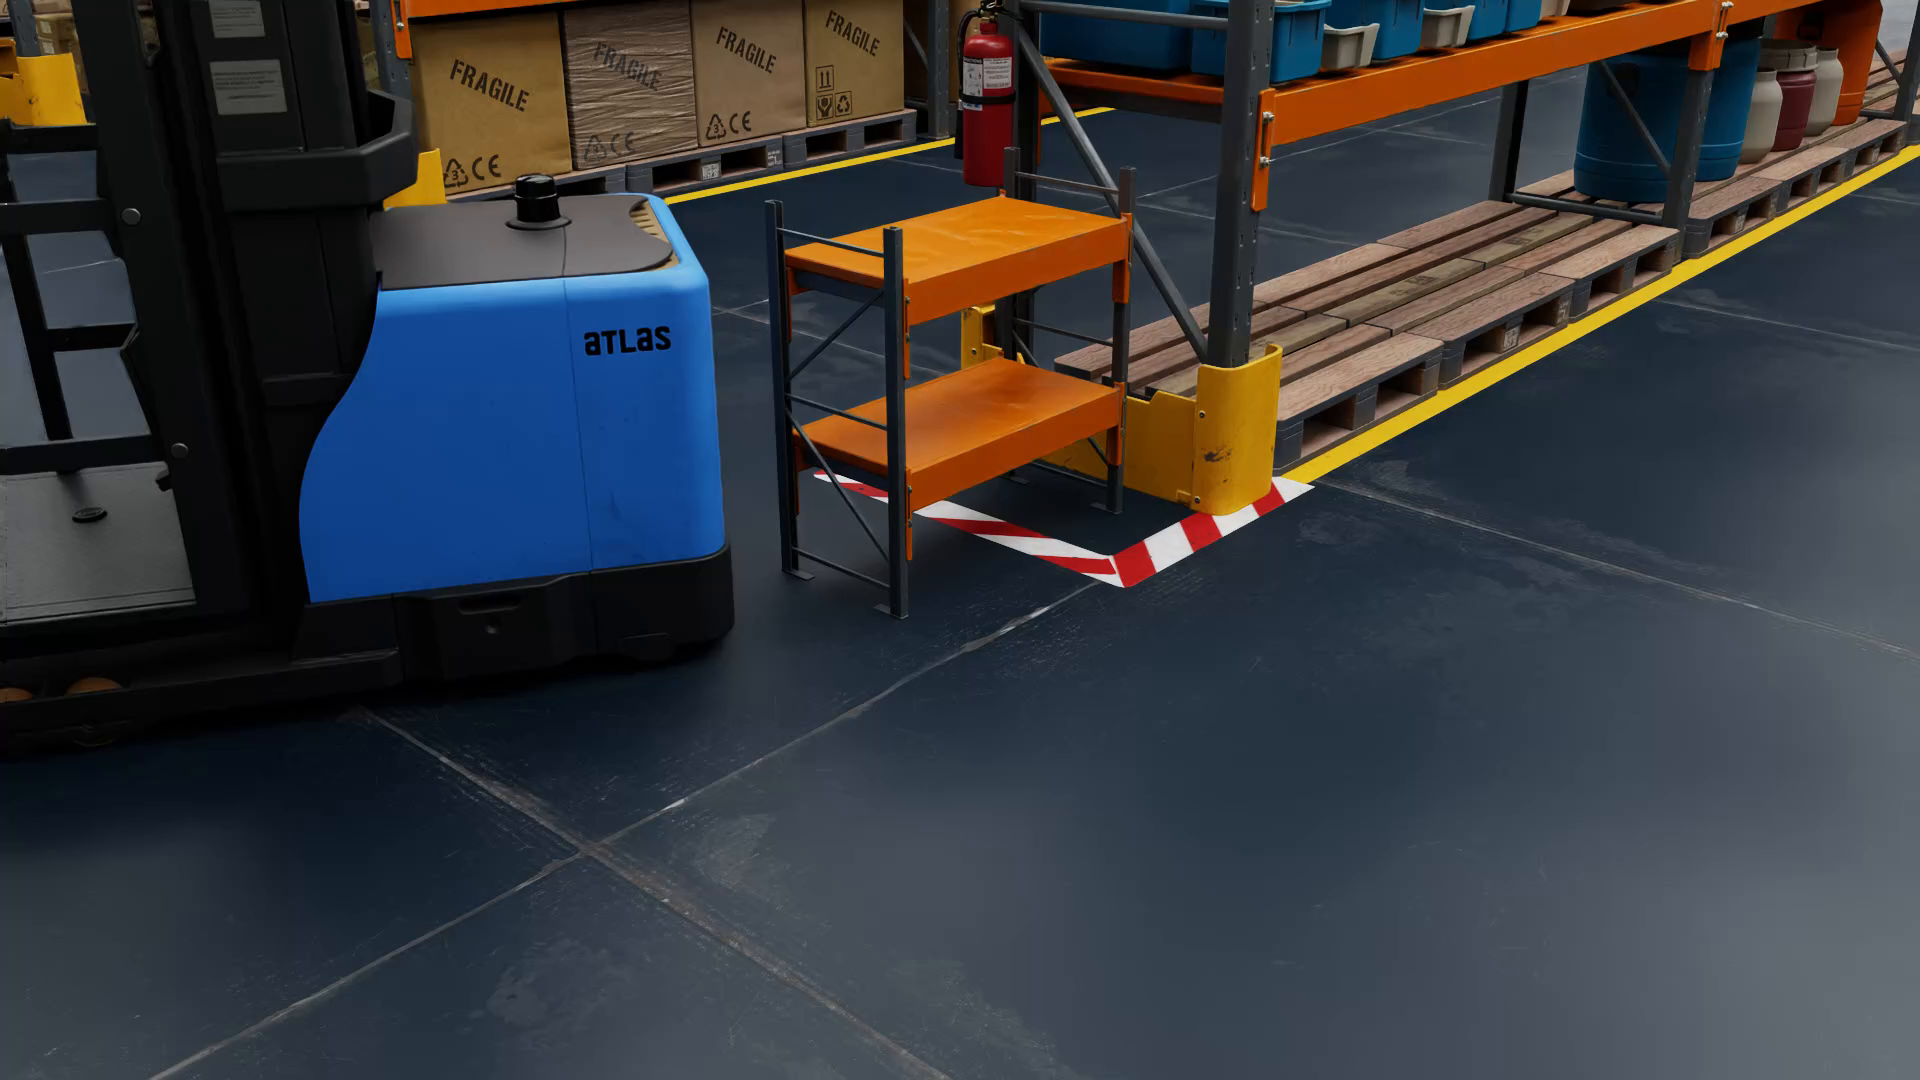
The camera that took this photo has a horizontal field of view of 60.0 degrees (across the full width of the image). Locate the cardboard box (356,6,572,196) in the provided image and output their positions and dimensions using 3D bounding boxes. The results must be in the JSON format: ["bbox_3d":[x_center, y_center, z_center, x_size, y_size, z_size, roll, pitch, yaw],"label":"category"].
[{"bbox_3d":[-2.786,-2.450,9.132,0.875,0.875,0.875,20,31,38],"label":"cardboard box"}]

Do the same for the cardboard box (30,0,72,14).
[{"bbox_3d":[-8.960,-5.523,16.521,0.875,0.438,0.875,19,30,36],"label":"cardboard box"}]

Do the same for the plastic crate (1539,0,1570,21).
[{"bbox_3d":[2.266,-2.172,6.677,0.293,0.136,0.466,20,31,38],"label":"plastic crate"}]

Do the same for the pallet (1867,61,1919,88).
[{"bbox_3d":[7.234,-3.419,12.618,1.003,0.211,1.213,20,31,38],"label":"pallet"}]

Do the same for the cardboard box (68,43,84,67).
[{"bbox_3d":[-6.239,-3.512,12.025,0.380,0.149,0.250,22,32,40],"label":"cardboard box"}]

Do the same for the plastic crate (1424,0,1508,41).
[{"bbox_3d":[1.823,-1.996,6.167,0.416,0.233,0.300,20,31,38],"label":"plastic crate"}]

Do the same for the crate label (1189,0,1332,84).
[{"bbox_3d":[0.944,-1.595,5.272,0.416,0.233,0.303,20,31,38],"label":"crate label"}]

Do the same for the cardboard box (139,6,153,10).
[{"bbox_3d":[-6.107,-4.025,12.805,0.380,0.149,0.250,19,30,36],"label":"cardboard box"}]

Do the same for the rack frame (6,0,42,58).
[{"bbox_3d":[-6.780,-4.396,11.389,1.000,3.000,0.127,20,31,38],"label":"rack frame"}]

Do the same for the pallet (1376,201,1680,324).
[{"bbox_3d":[2.742,-1.370,8.048,1.003,0.211,1.213,20,31,38],"label":"pallet"}]

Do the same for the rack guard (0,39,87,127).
[{"bbox_3d":[-6.729,-3.279,11.952,1.175,0.500,0.348,20,31,38],"label":"rack guard"}]

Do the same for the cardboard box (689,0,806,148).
[{"bbox_3d":[-1.585,-2.999,10.355,0.875,0.875,0.875,20,31,38],"label":"cardboard box"}]

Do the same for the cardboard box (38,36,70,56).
[{"bbox_3d":[-6.640,-3.662,12.358,0.380,0.149,0.250,19,30,36],"label":"cardboard box"}]

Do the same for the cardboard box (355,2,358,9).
[{"bbox_3d":[-4.970,-4.180,13.151,0.380,0.149,0.250,19,30,36],"label":"cardboard box"}]

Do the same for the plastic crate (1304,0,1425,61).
[{"bbox_3d":[1.384,-1.796,5.720,0.416,0.233,0.300,20,31,38],"label":"plastic crate"}]

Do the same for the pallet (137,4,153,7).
[{"bbox_3d":[-8.430,-5.453,17.154,1.003,0.211,1.213,20,31,38],"label":"pallet"}]

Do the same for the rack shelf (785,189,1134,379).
[{"bbox_3d":[-0.004,-0.778,4.896,0.538,0.278,1.000,20,31,38],"label":"rack shelf"}]

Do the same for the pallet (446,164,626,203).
[{"bbox_3d":[-2.679,-2.004,9.461,1.003,0.211,1.213,20,31,38],"label":"pallet"}]

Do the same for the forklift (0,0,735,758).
[{"bbox_3d":[-2.193,-1.046,4.000,3.031,2.935,1.130,-7,25,-15],"label":"forklift"}]

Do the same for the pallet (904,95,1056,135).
[{"bbox_3d":[-0.025,-3.213,12.158,1.003,0.211,1.213,20,31,38],"label":"pallet"}]

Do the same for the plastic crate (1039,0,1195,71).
[{"bbox_3d":[0.619,-1.855,5.605,0.616,0.435,0.499,20,31,38],"label":"plastic crate"}]

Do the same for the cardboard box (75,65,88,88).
[{"bbox_3d":[-6.192,-3.359,12.047,0.380,0.149,0.250,21,32,39],"label":"cardboard box"}]

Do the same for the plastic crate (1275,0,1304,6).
[{"bbox_3d":[1.148,-1.948,6.177,0.396,0.136,0.243,20,31,38],"label":"plastic crate"}]

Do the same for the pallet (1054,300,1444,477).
[{"bbox_3d":[1.114,-0.627,6.390,1.003,0.211,1.213,20,31,38],"label":"pallet"}]

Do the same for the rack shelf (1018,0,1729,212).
[{"bbox_3d":[1.869,-1.940,6.789,1.077,0.370,4.000,20,31,38],"label":"rack shelf"}]

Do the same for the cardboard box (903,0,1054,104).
[{"bbox_3d":[-0.072,-3.652,11.813,1.225,0.875,0.875,20,31,38],"label":"cardboard box"}]

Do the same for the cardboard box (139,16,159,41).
[{"bbox_3d":[-6.083,-3.742,12.174,0.380,0.149,0.250,21,31,38],"label":"cardboard box"}]

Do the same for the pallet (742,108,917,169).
[{"bbox_3d":[-1.050,-2.747,11.119,1.003,0.211,1.213,20,31,38],"label":"pallet"}]

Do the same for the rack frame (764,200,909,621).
[{"bbox_3d":[-0.344,-0.356,4.670,0.500,1.125,0.032,20,31,38],"label":"rack frame"}]

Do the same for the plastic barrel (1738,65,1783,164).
[{"bbox_3d":[4.496,-2.458,9.594,0.421,0.512,0.421,0,24,0],"label":"plastic barrel"}]

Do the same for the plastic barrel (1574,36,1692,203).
[{"bbox_3d":[3.580,-2.273,8.704,0.600,0.901,0.708,20,31,38],"label":"plastic barrel"}]

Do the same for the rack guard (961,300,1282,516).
[{"bbox_3d":[0.528,-0.507,5.770,1.175,0.500,0.348,20,31,38],"label":"rack guard"}]

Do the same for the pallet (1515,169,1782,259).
[{"bbox_3d":[3.750,-1.829,9.071,1.003,0.211,1.213,20,31,38],"label":"pallet"}]

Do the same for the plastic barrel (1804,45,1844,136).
[{"bbox_3d":[5.250,-2.802,10.361,0.421,0.512,0.421,0,24,0],"label":"plastic barrel"}]

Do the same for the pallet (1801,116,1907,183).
[{"bbox_3d":[5.379,-2.572,10.729,1.003,0.211,1.213,20,31,38],"label":"pallet"}]

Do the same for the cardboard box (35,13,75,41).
[{"bbox_3d":[-6.616,-3.789,12.278,0.380,0.149,0.250,21,31,38],"label":"cardboard box"}]

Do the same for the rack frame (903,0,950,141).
[{"bbox_3d":[-0.484,-4.230,11.018,1.000,3.000,0.127,20,31,38],"label":"rack frame"}]

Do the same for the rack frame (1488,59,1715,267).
[{"bbox_3d":[3.204,-2.877,8.001,1.000,3.000,0.127,20,31,38],"label":"rack frame"}]

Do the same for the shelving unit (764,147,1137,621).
[{"bbox_3d":[-0.004,-0.511,5.015,0.538,1.125,1.048,20,31,38],"label":"shelving unit"}]
